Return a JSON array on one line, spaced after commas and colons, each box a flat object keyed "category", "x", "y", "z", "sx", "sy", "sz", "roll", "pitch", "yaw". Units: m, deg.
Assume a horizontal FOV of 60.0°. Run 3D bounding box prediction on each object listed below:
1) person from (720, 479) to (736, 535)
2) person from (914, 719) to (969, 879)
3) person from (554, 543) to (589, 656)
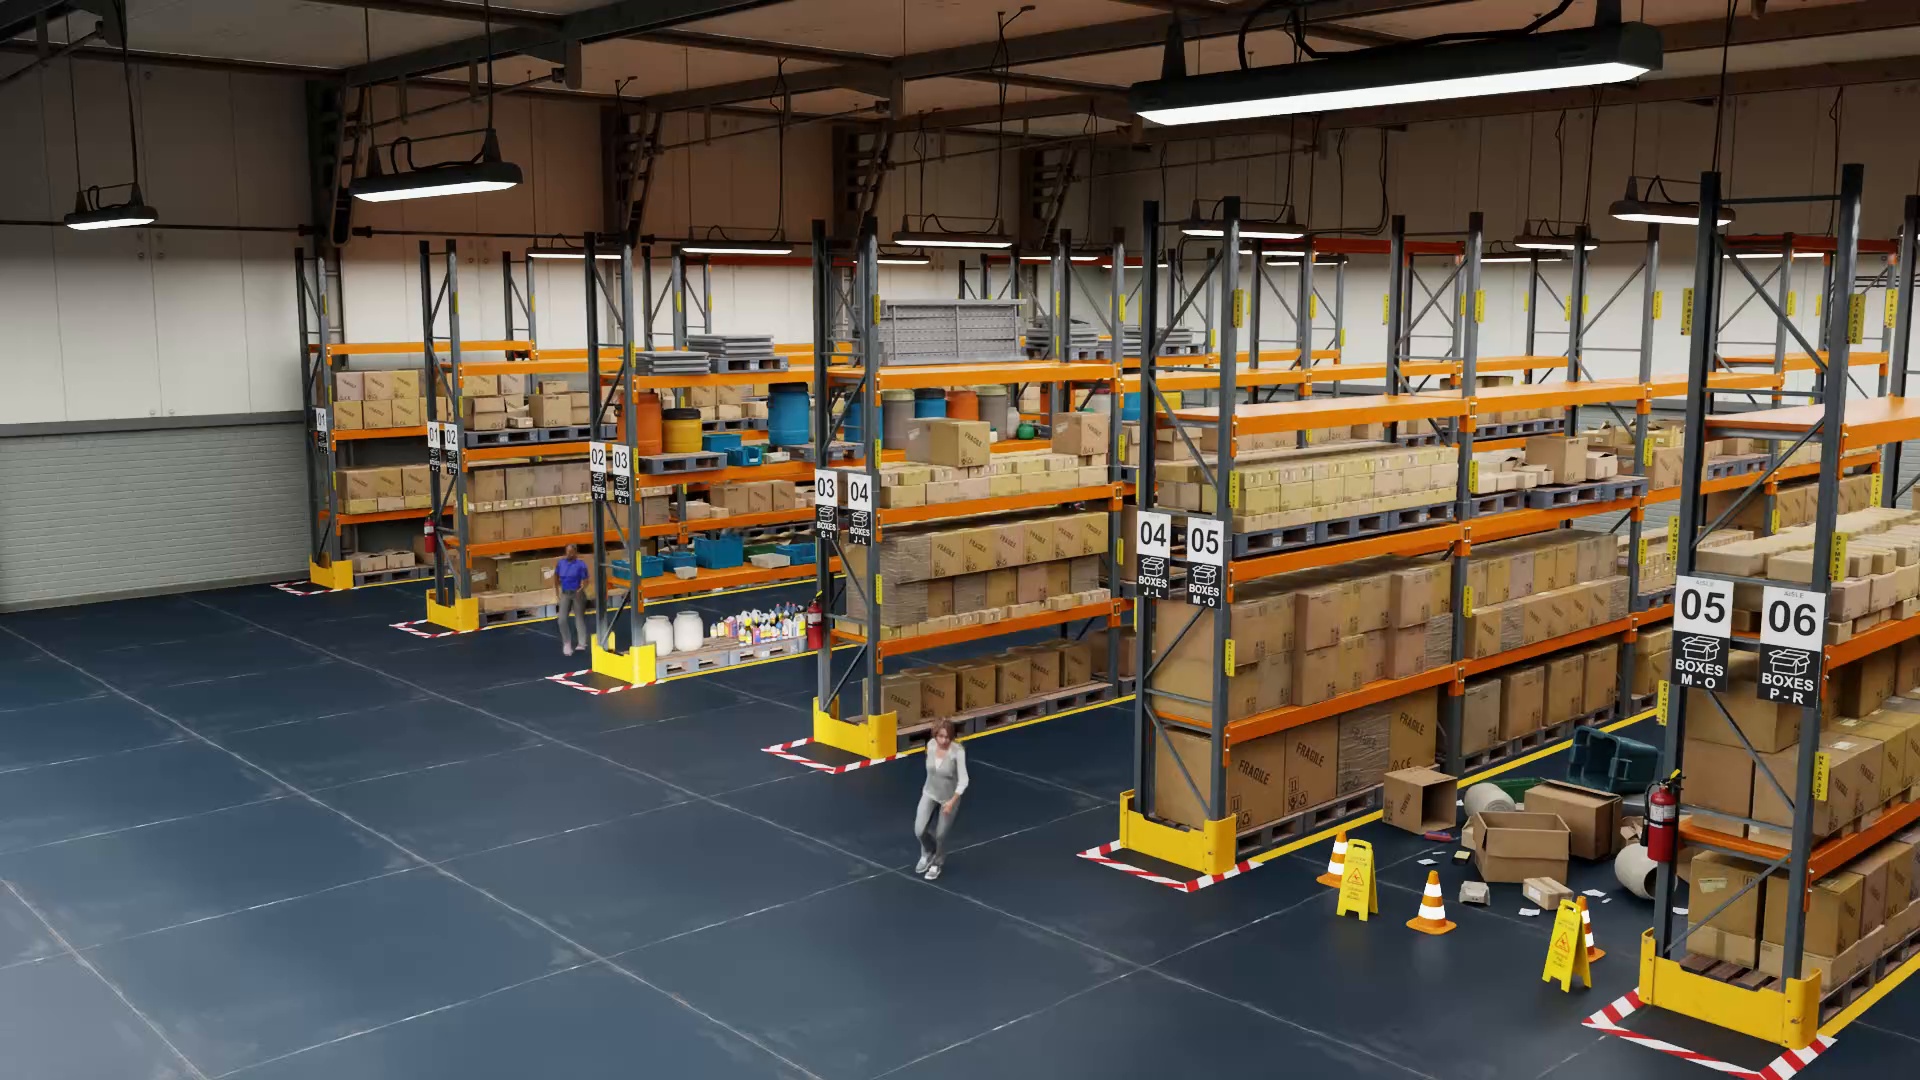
[{"category": "person", "x": -4.466, "y": -0.396, "z": 32.218, "sx": 0.840, "sy": 1.739, "sz": 0.550, "roll": -8, "pitch": 11, "yaw": -42}, {"category": "person", "x": -0.157, "y": 2.288, "z": 14.580, "sx": 0.518, "sy": 1.528, "sz": 0.691, "roll": 2, "pitch": 9, "yaw": 14}, {"category": "person", "x": -5.620, "y": 0.913, "z": 24.000, "sx": 0.573, "sy": 1.553, "sz": 0.752, "roll": 0, "pitch": 8, "yaw": 1}]
